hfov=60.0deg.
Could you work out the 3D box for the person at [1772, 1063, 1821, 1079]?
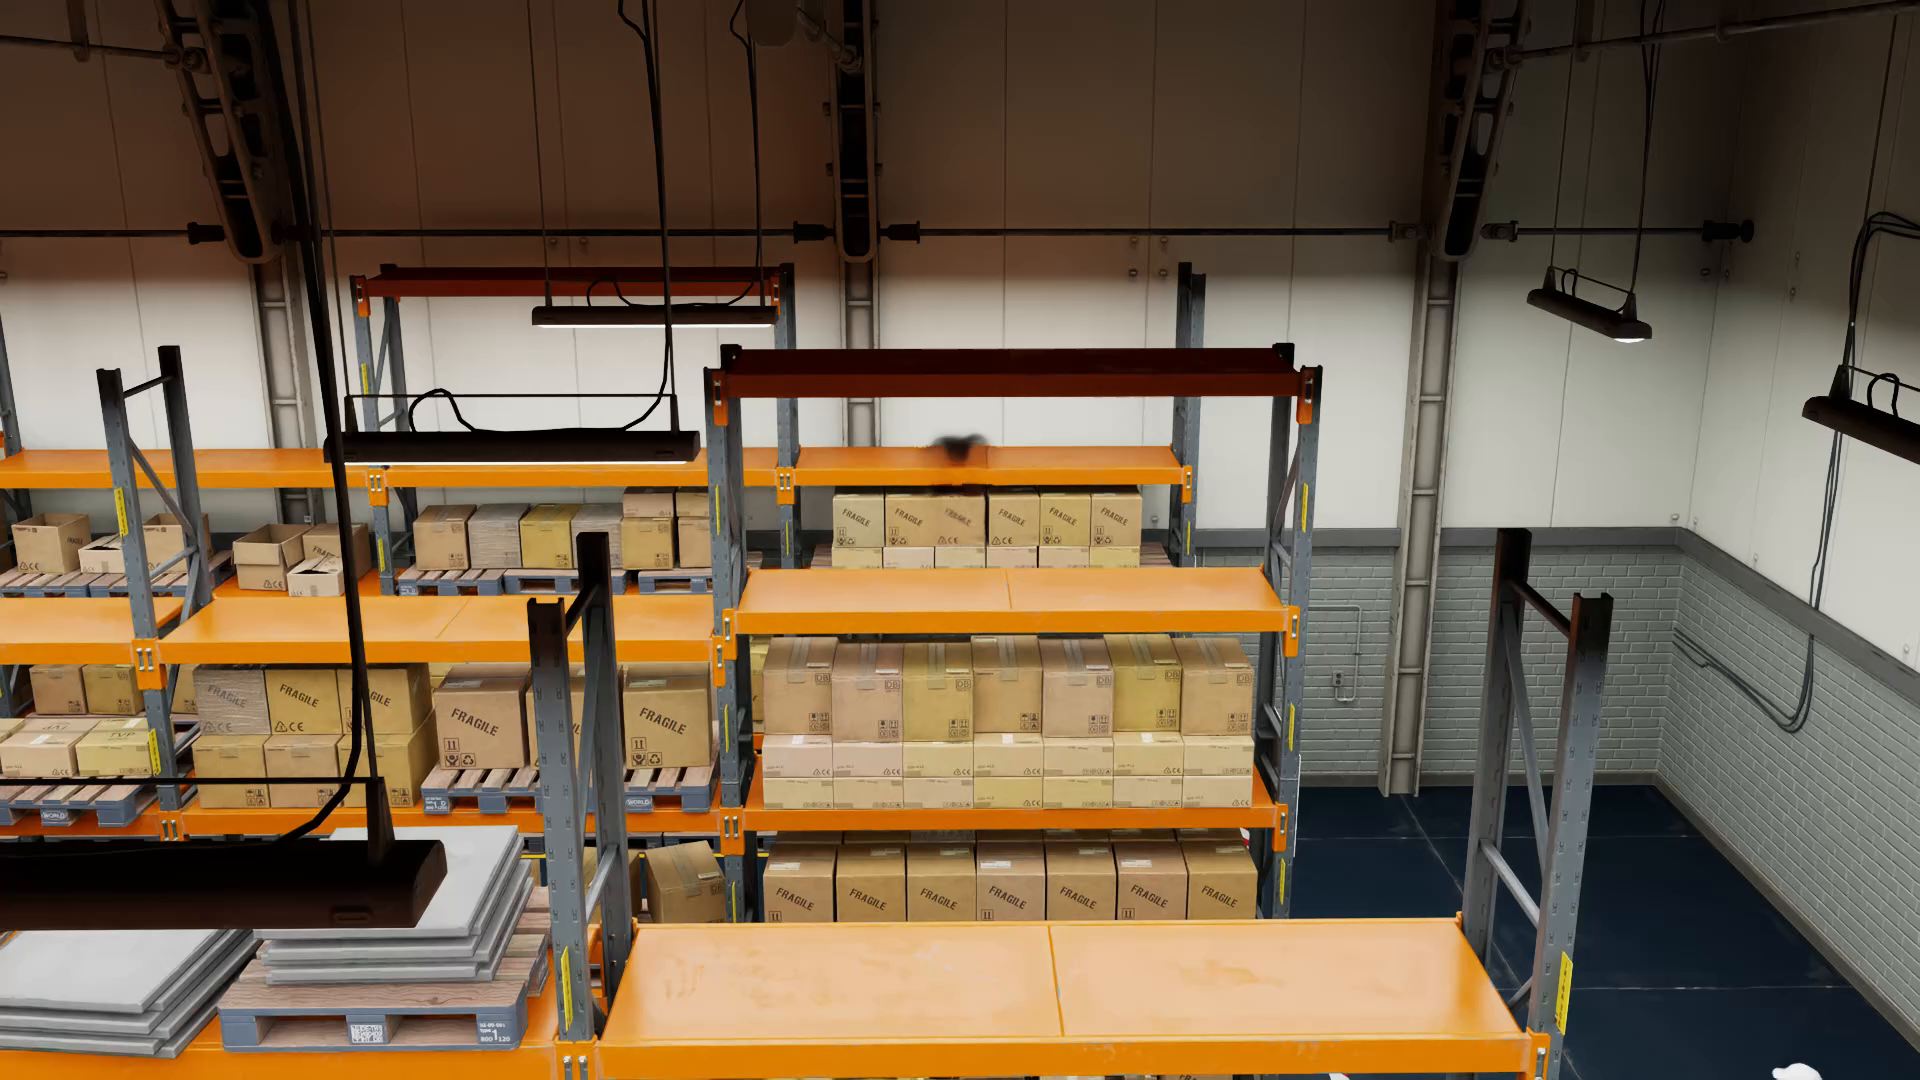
[{"bbox_3d":[5.312,4.223,10.916,0.530,1.784,0.546,0,16,1],"label":"person"}]
